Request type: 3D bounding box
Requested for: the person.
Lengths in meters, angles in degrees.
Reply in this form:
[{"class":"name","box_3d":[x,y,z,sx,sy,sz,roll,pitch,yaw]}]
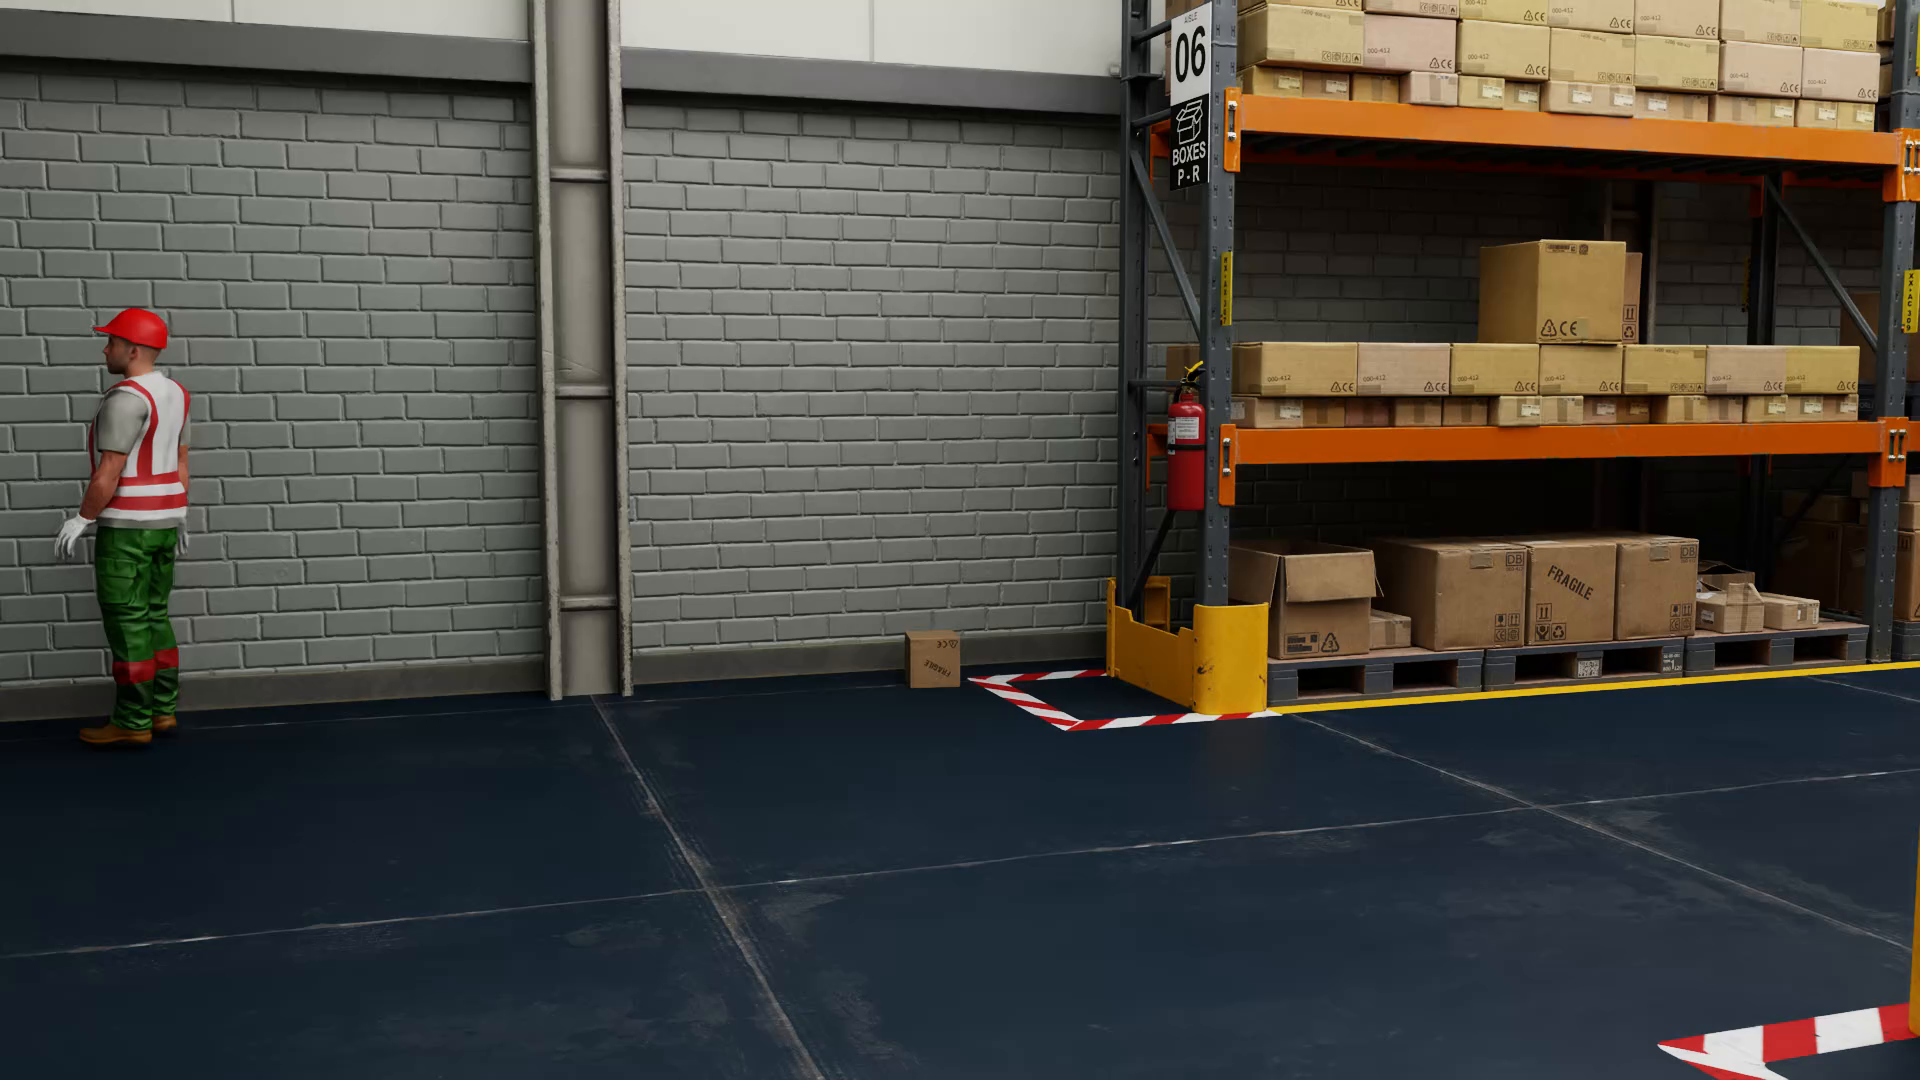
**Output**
[{"class":"person","box_3d":[-3.455,-0.041,6.908,0.432,1.827,0.587,0,6,2]}]
